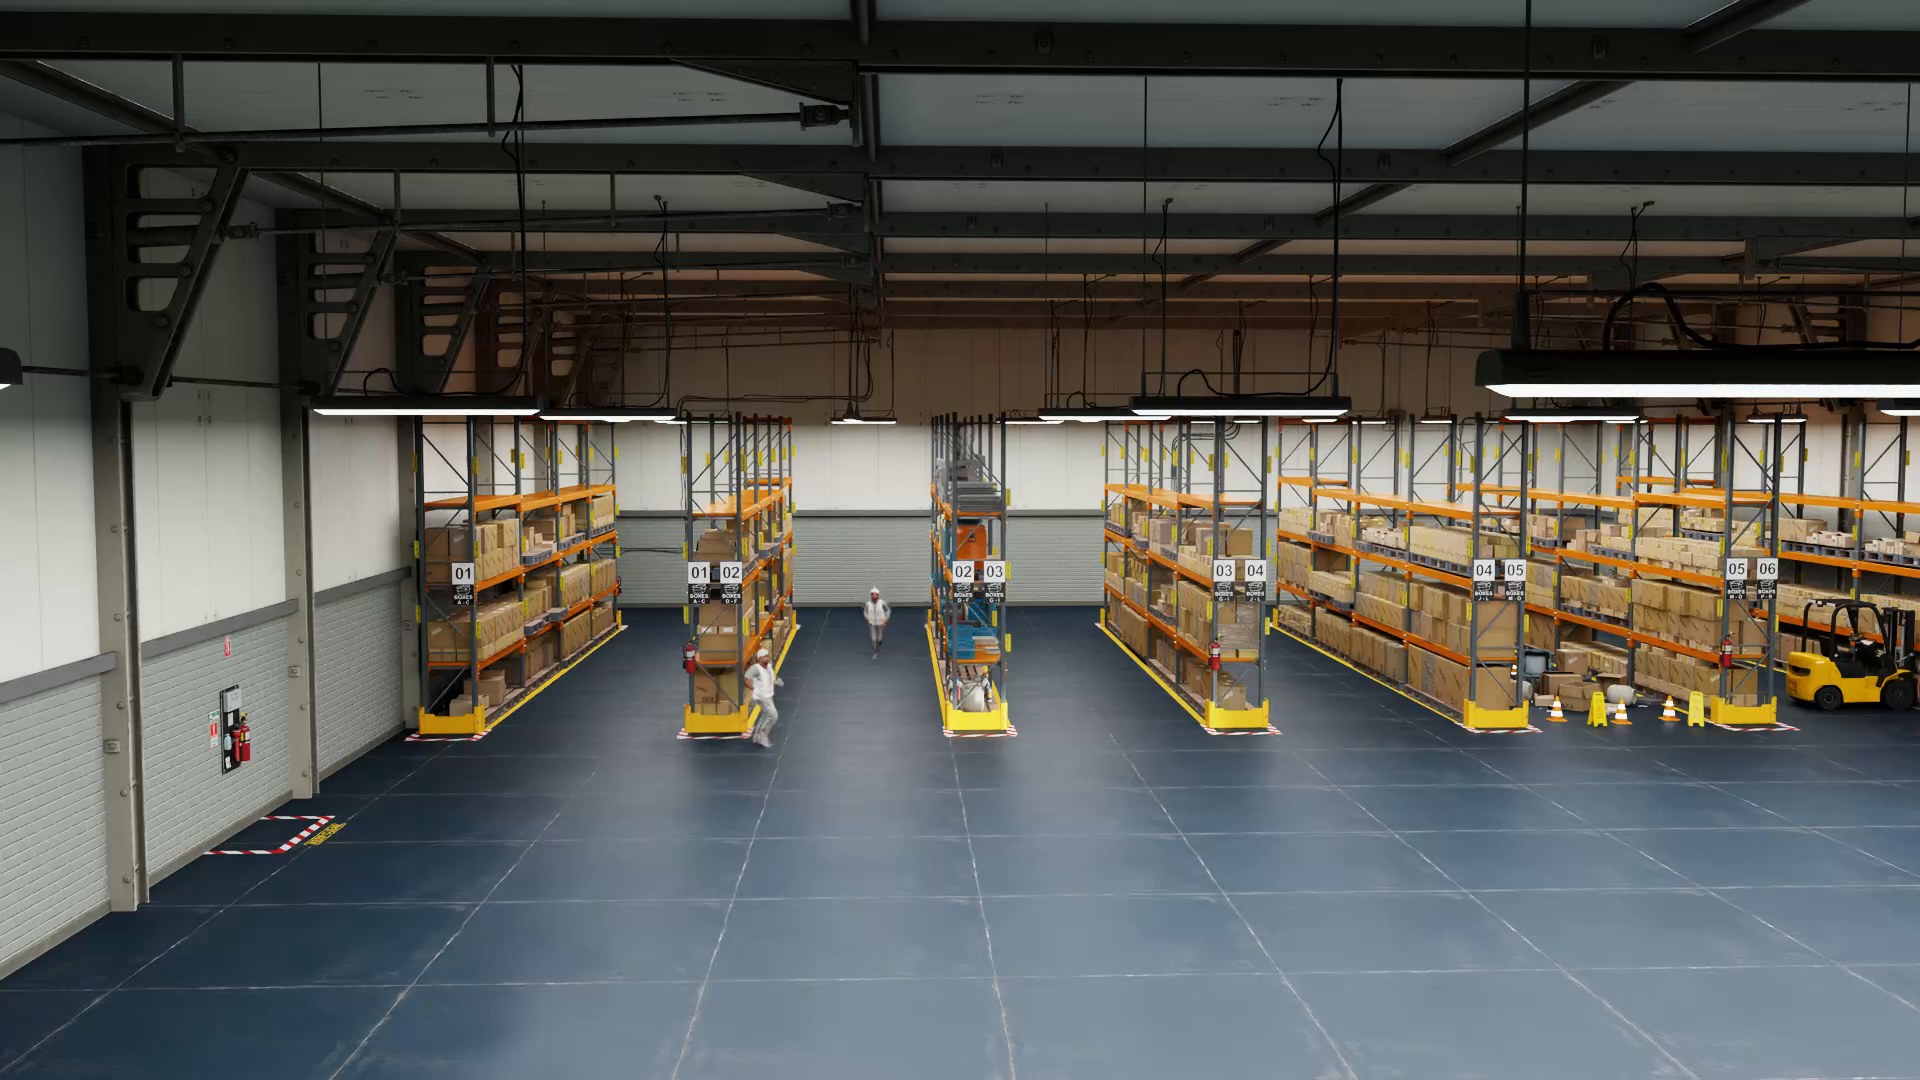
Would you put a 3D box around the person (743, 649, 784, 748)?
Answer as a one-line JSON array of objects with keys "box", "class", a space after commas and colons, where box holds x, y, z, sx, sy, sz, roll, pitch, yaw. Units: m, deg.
[{"box": [-3.477, 2.837, 29.739, 0.629, 1.799, 0.665, 1, 4, 18], "class": "person"}]

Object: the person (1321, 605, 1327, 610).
[{"box": [10.711, 1.590, 48.419, 0.638, 1.650, 0.946, -3, 5, -34], "class": "person"}]

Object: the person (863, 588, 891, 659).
[{"box": [-2.053, 2.055, 40.902, 0.674, 1.736, 0.653, 0, 4, 4], "class": "person"}]
